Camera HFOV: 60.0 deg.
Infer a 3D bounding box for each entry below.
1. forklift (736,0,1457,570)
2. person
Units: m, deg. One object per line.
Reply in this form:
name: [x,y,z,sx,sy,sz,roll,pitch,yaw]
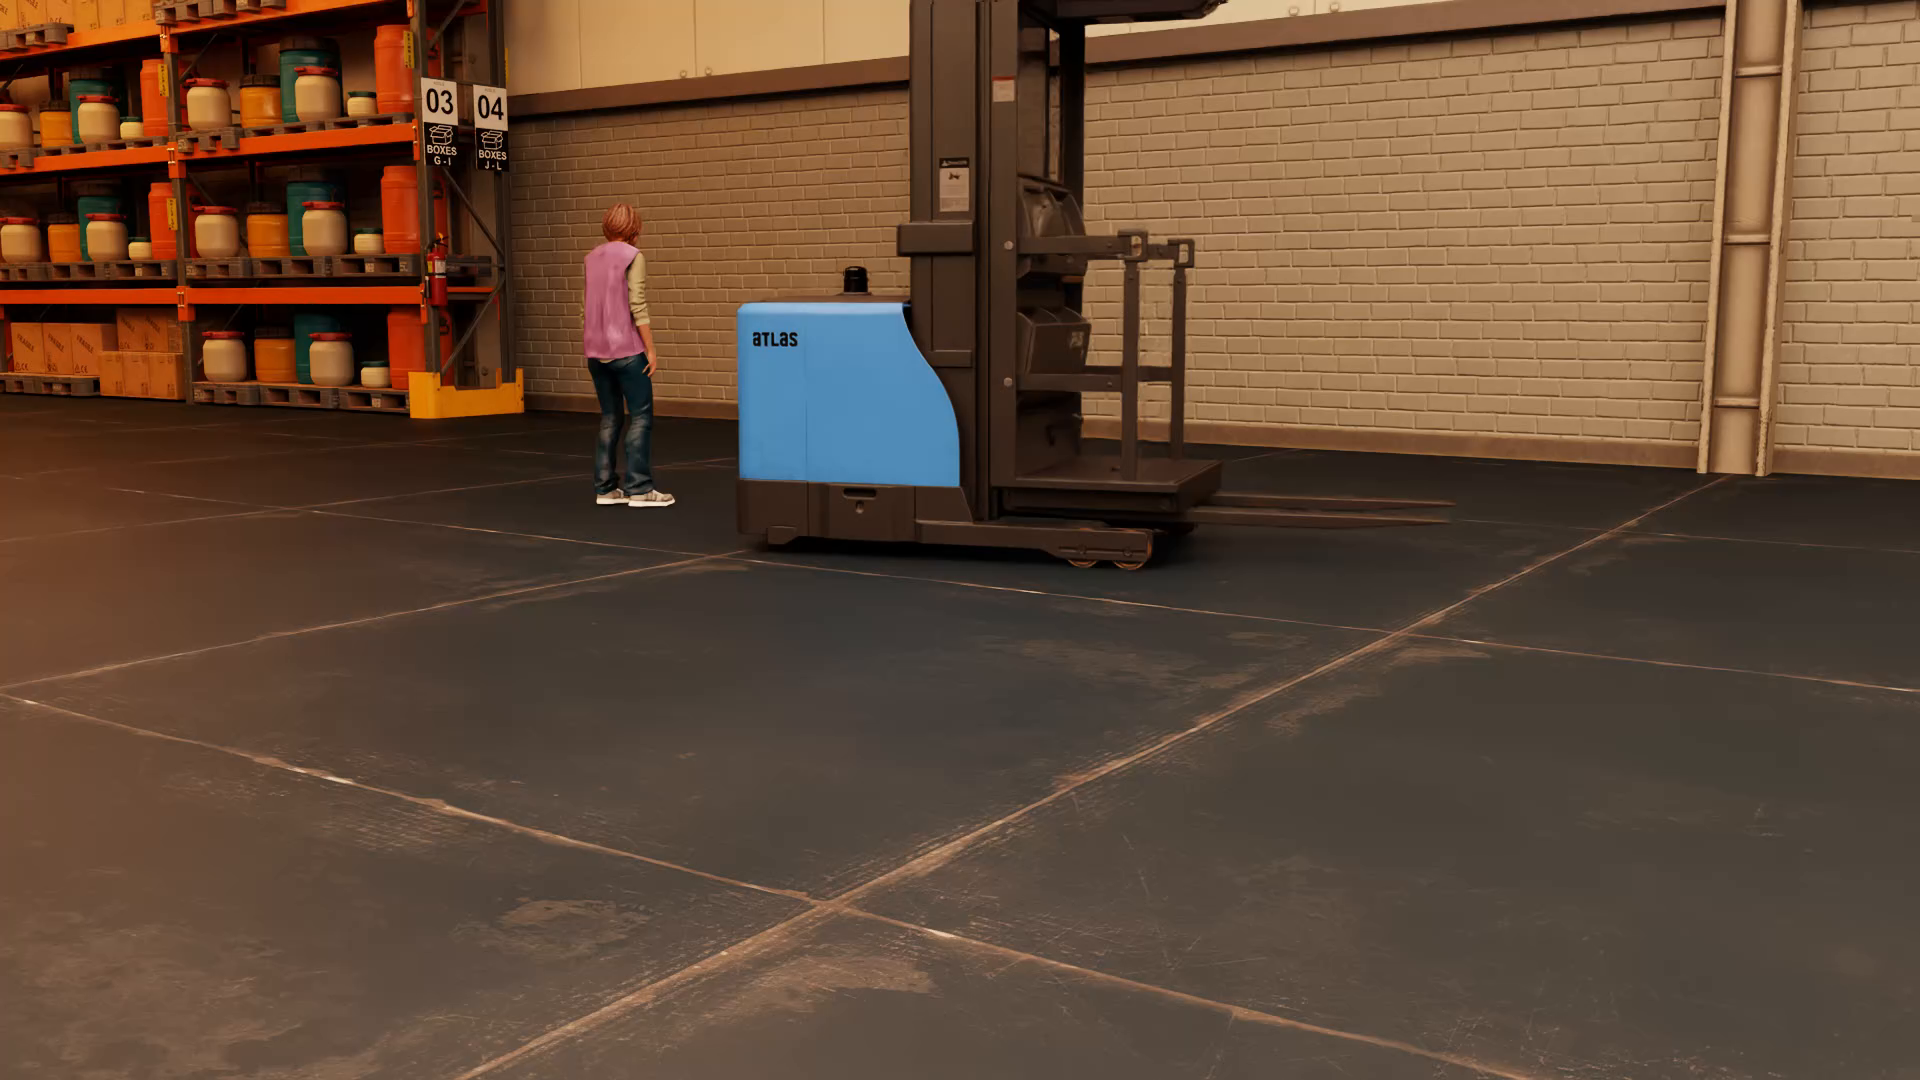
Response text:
forklift: [0.589,-1.412,7.119,3.031,2.935,1.130,3,9,18]
person: [-1.794,-0.969,8.777,0.466,1.590,0.348,5,10,33]
